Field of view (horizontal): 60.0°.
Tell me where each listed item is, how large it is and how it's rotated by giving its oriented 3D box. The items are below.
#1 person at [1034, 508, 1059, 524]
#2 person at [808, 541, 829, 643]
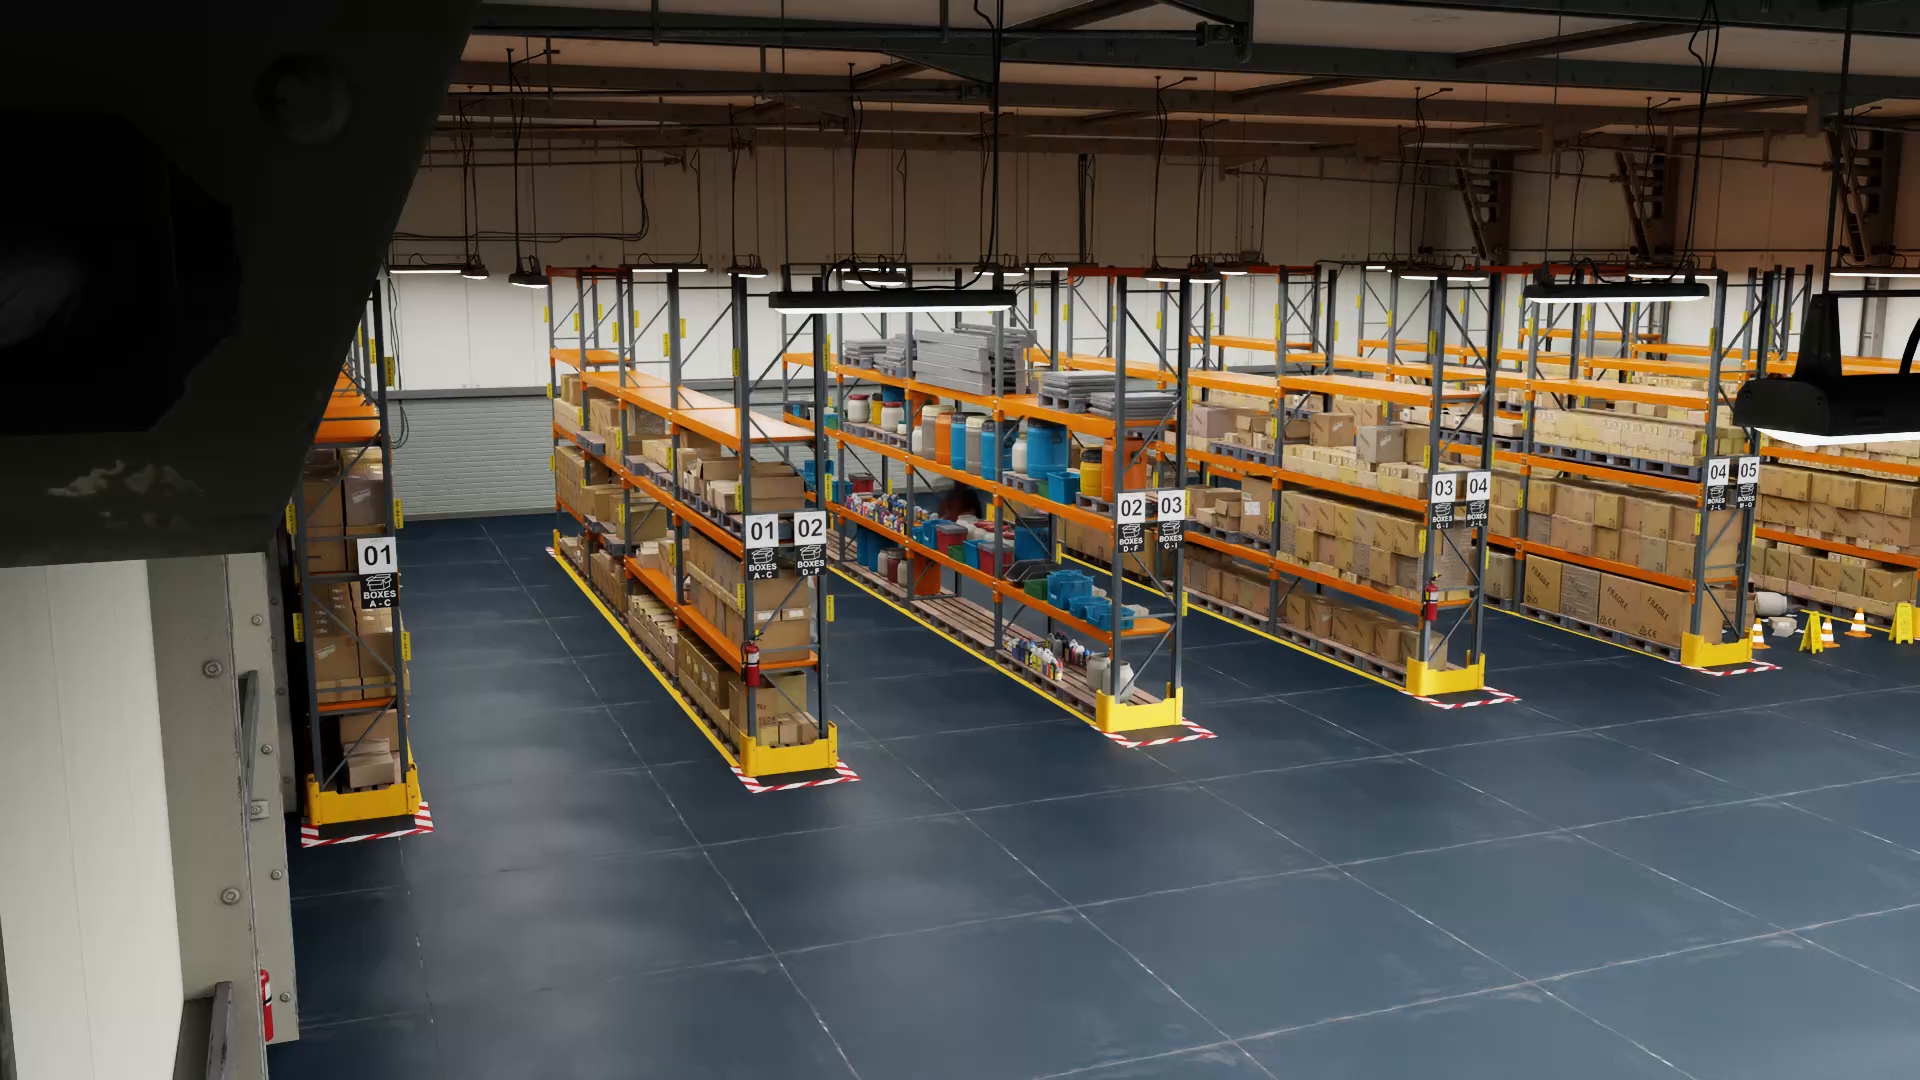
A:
[{"bbox_3d":[1.673,-0.102,32.804,0.514,1.588,0.648,-3,10,-17],"label":"person"},{"bbox_3d":[-2.235,0.752,25.866,0.420,1.669,0.519,-1,10,-5],"label":"person"}]
